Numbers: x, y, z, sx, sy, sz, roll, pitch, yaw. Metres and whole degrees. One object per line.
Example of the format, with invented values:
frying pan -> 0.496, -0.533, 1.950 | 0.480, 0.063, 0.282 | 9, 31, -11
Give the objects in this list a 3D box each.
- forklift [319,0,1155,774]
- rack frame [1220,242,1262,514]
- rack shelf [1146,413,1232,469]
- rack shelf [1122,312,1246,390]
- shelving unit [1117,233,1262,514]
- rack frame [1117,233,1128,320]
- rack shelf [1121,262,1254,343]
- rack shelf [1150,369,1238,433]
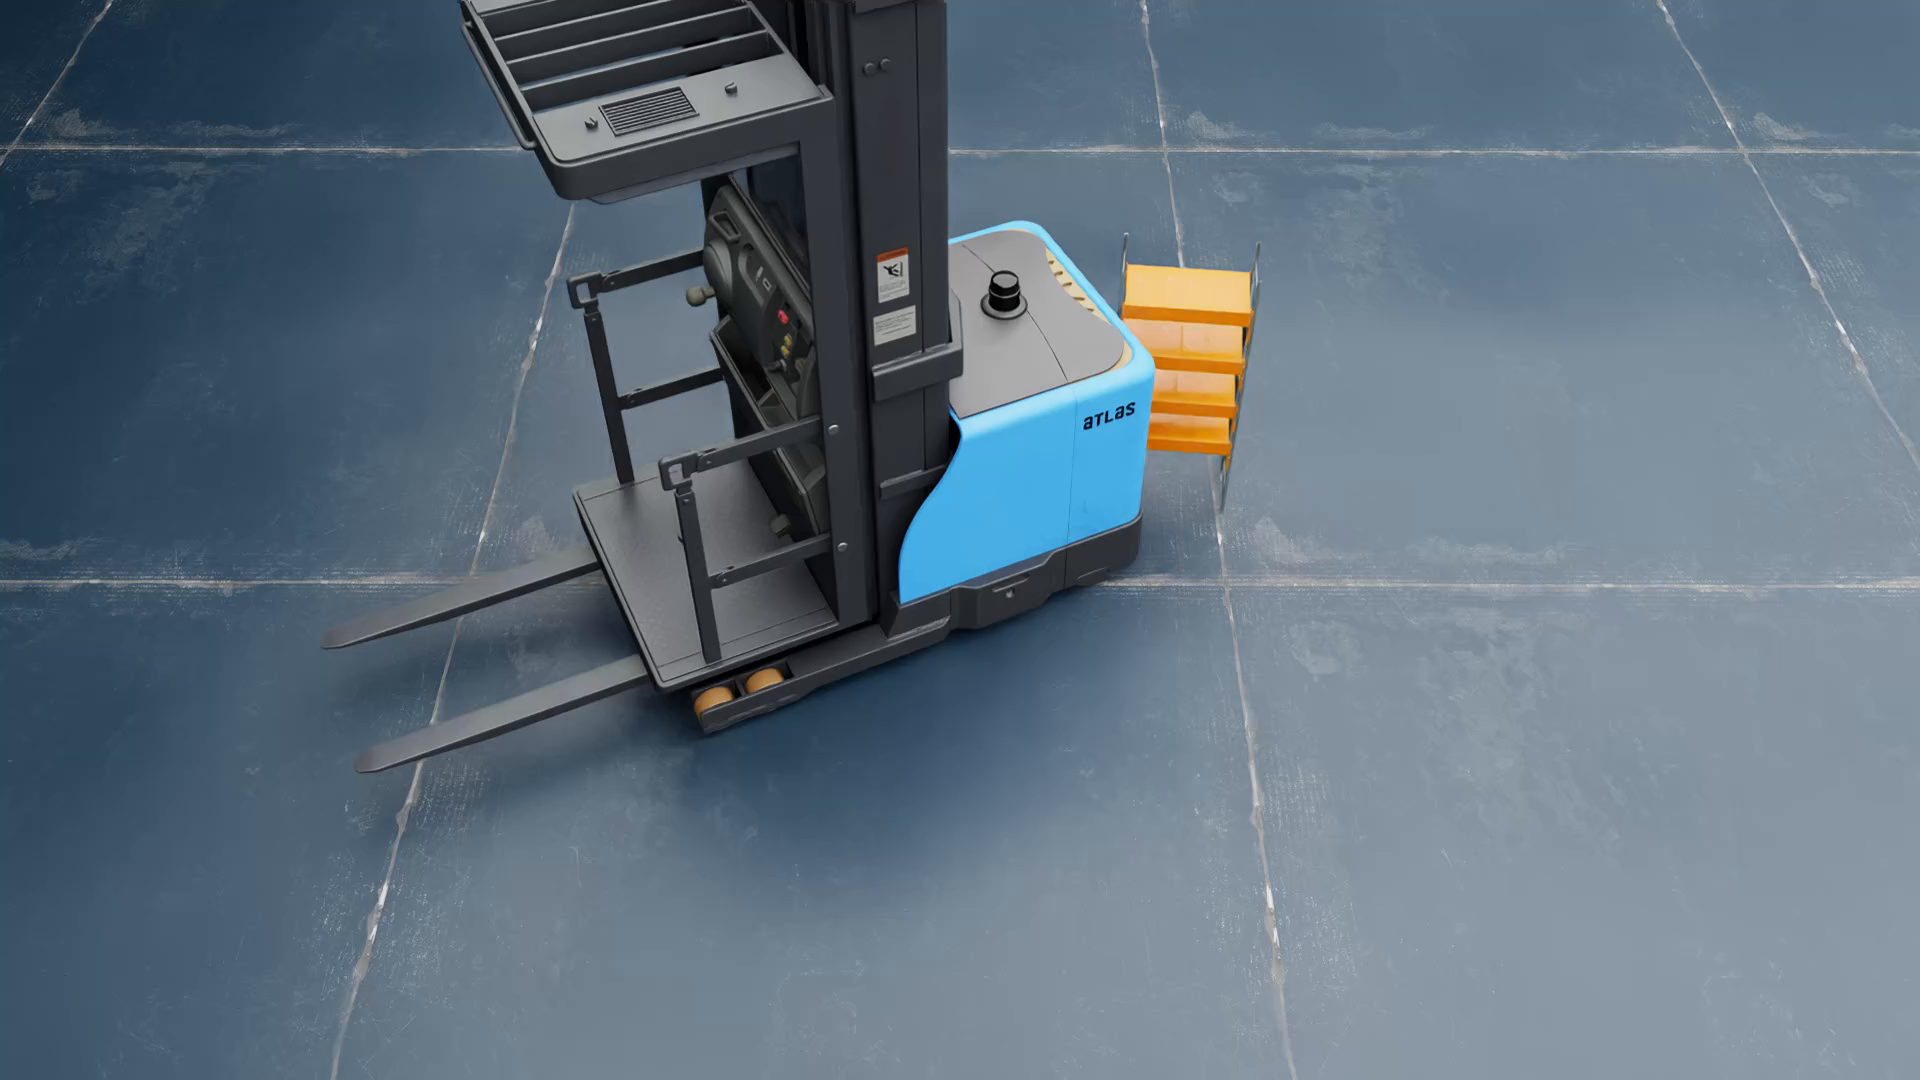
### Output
forklift -> -0.847, -0.745, 5.442 | 3.031, 2.935, 1.130 | -19, 50, -17
rack frame -> 1.090, -0.604, 6.493 | 0.015, 1.200, 0.240 | 4, 47, 4
rack shelf -> 0.847, -0.442, 6.705 | 0.480, 0.148, 0.258 | 4, 47, 4
rack shelf -> 0.847, -0.730, 6.396 | 0.480, 0.148, 0.258 | 4, 47, 4
shelving unit -> 0.847, -0.623, 6.510 | 0.503, 1.200, 0.258 | 4, 47, 4
rack frame -> 0.605, -0.642, 6.528 | 0.015, 1.200, 0.240 | 4, 47, 4
rack shelf -> 0.847, -0.891, 6.223 | 0.480, 0.148, 0.258 | 4, 47, 4
rack shelf -> 0.847, -0.577, 6.559 | 0.480, 0.148, 0.258 | 4, 47, 4
